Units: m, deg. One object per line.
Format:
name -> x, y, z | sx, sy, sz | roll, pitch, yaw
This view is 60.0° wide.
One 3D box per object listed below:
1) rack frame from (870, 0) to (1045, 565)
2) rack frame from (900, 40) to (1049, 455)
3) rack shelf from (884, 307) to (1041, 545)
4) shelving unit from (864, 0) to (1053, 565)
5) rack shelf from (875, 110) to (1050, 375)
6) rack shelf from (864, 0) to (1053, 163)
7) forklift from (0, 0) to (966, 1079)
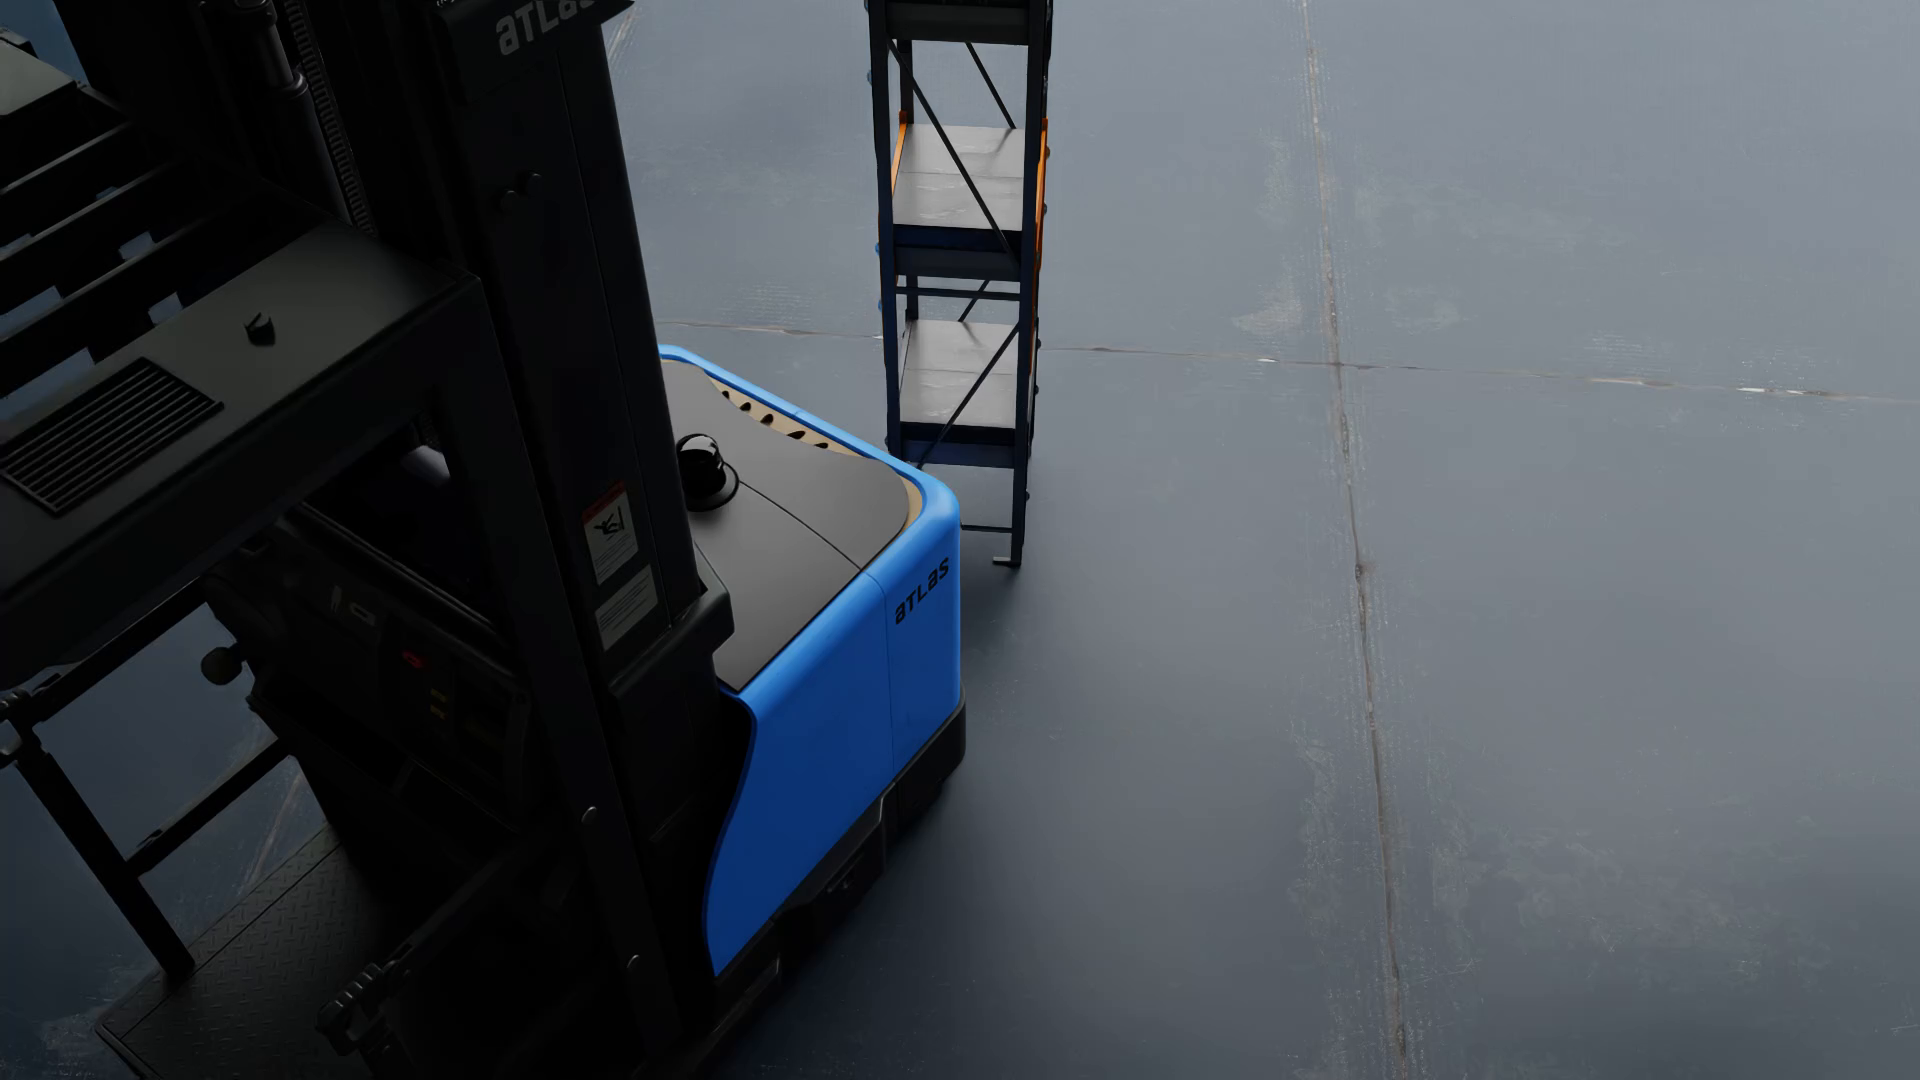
rack frame -> -0.007, -0.651, 4.422 | 0.400, 2.100, 0.015 | 4, 48, 4
rack frame -> 0.037, -1.010, 4.750 | 0.400, 2.100, 0.015 | 4, 48, 4
rack shelf -> 0.015, -0.349, 5.113 | 0.431, 0.518, 0.480 | 4, 48, 4
shelving unit -> 0.015, -0.830, 4.586 | 0.431, 2.100, 0.503 | 4, 48, 4
rack shelf -> 0.015, -0.821, 4.597 | 0.431, 0.518, 0.480 | 4, 48, 4
rack shelf -> 0.015, -1.294, 4.080 | 0.431, 0.518, 0.480 | 4, 48, 4
forklift -> -1.251, 0.298, 2.991 | 1.130, 2.935, 3.031 | 28, 53, 23
